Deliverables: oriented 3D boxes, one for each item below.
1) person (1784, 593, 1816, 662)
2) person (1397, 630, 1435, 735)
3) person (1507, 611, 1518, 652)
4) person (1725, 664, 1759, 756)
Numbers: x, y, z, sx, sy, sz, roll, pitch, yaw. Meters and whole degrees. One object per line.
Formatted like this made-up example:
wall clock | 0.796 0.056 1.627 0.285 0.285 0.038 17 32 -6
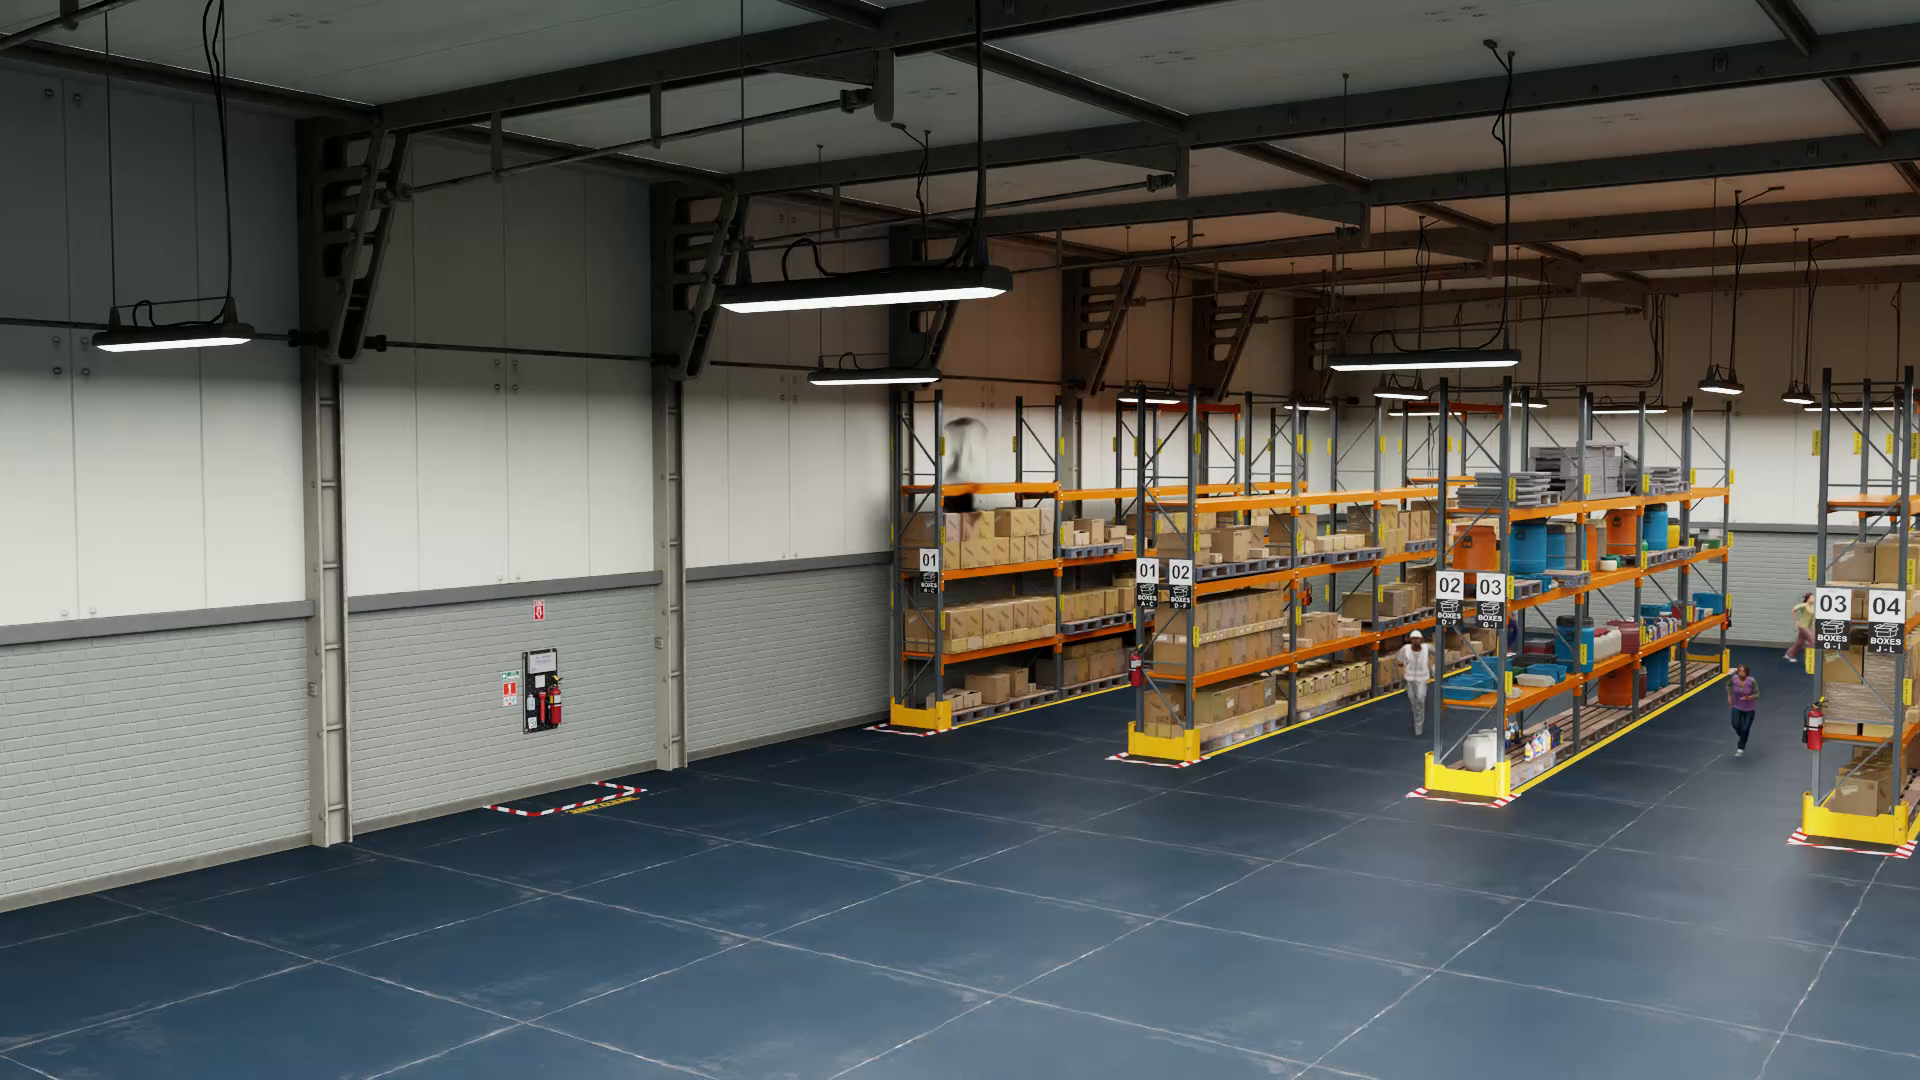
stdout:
person | 19.291 2.042 38.036 0.498 1.703 0.852 -3 4 -40
person | 8.009 2.489 29.141 0.658 1.843 0.877 2 4 26
person | 13.323 1.920 40.413 0.623 1.621 0.597 -3 5 -45
person | 12.580 2.743 26.773 0.525 1.527 0.655 2 4 30
